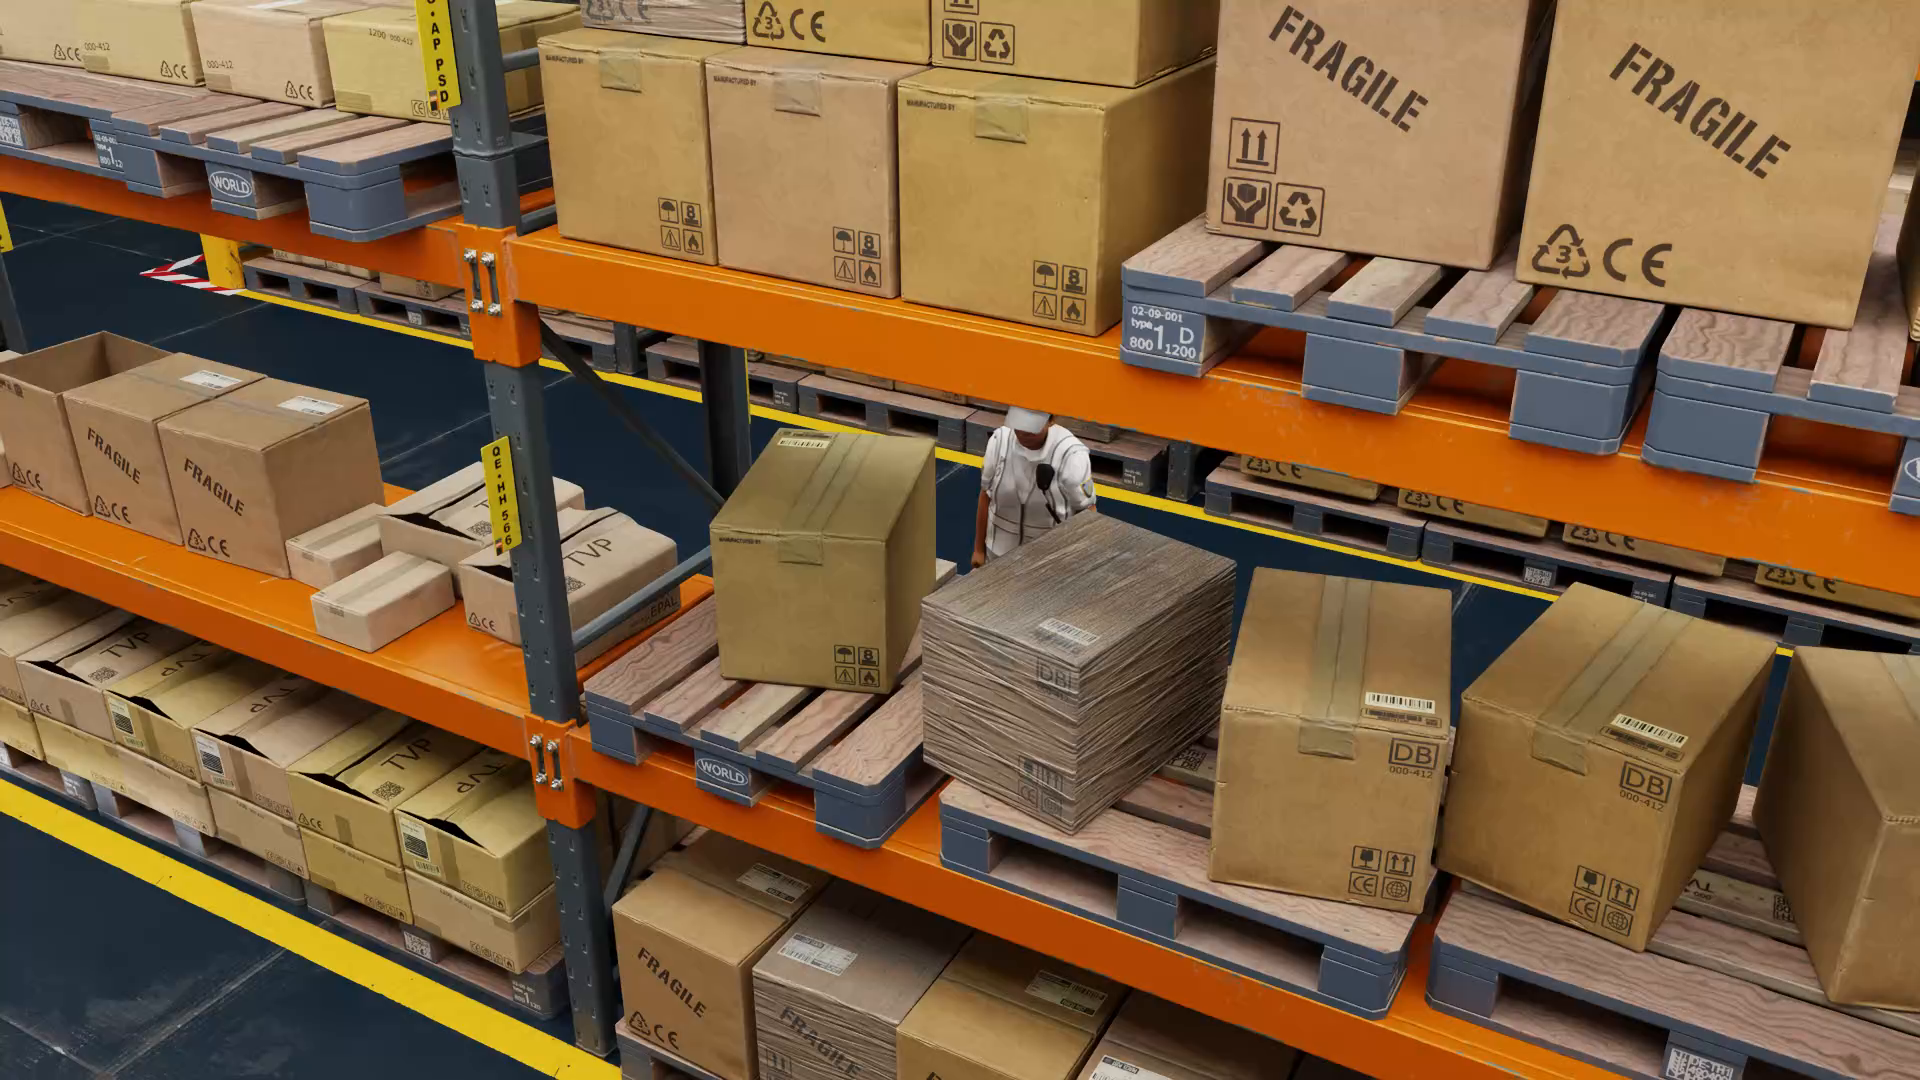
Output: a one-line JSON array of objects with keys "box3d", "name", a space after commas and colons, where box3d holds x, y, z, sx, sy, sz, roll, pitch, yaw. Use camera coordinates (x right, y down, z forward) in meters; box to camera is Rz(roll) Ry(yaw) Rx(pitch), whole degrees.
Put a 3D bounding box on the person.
[{"box3d": [0.281, 0.094, 6.923, 0.560, 1.665, 0.469, 12, 29, 23], "name": "person"}]
